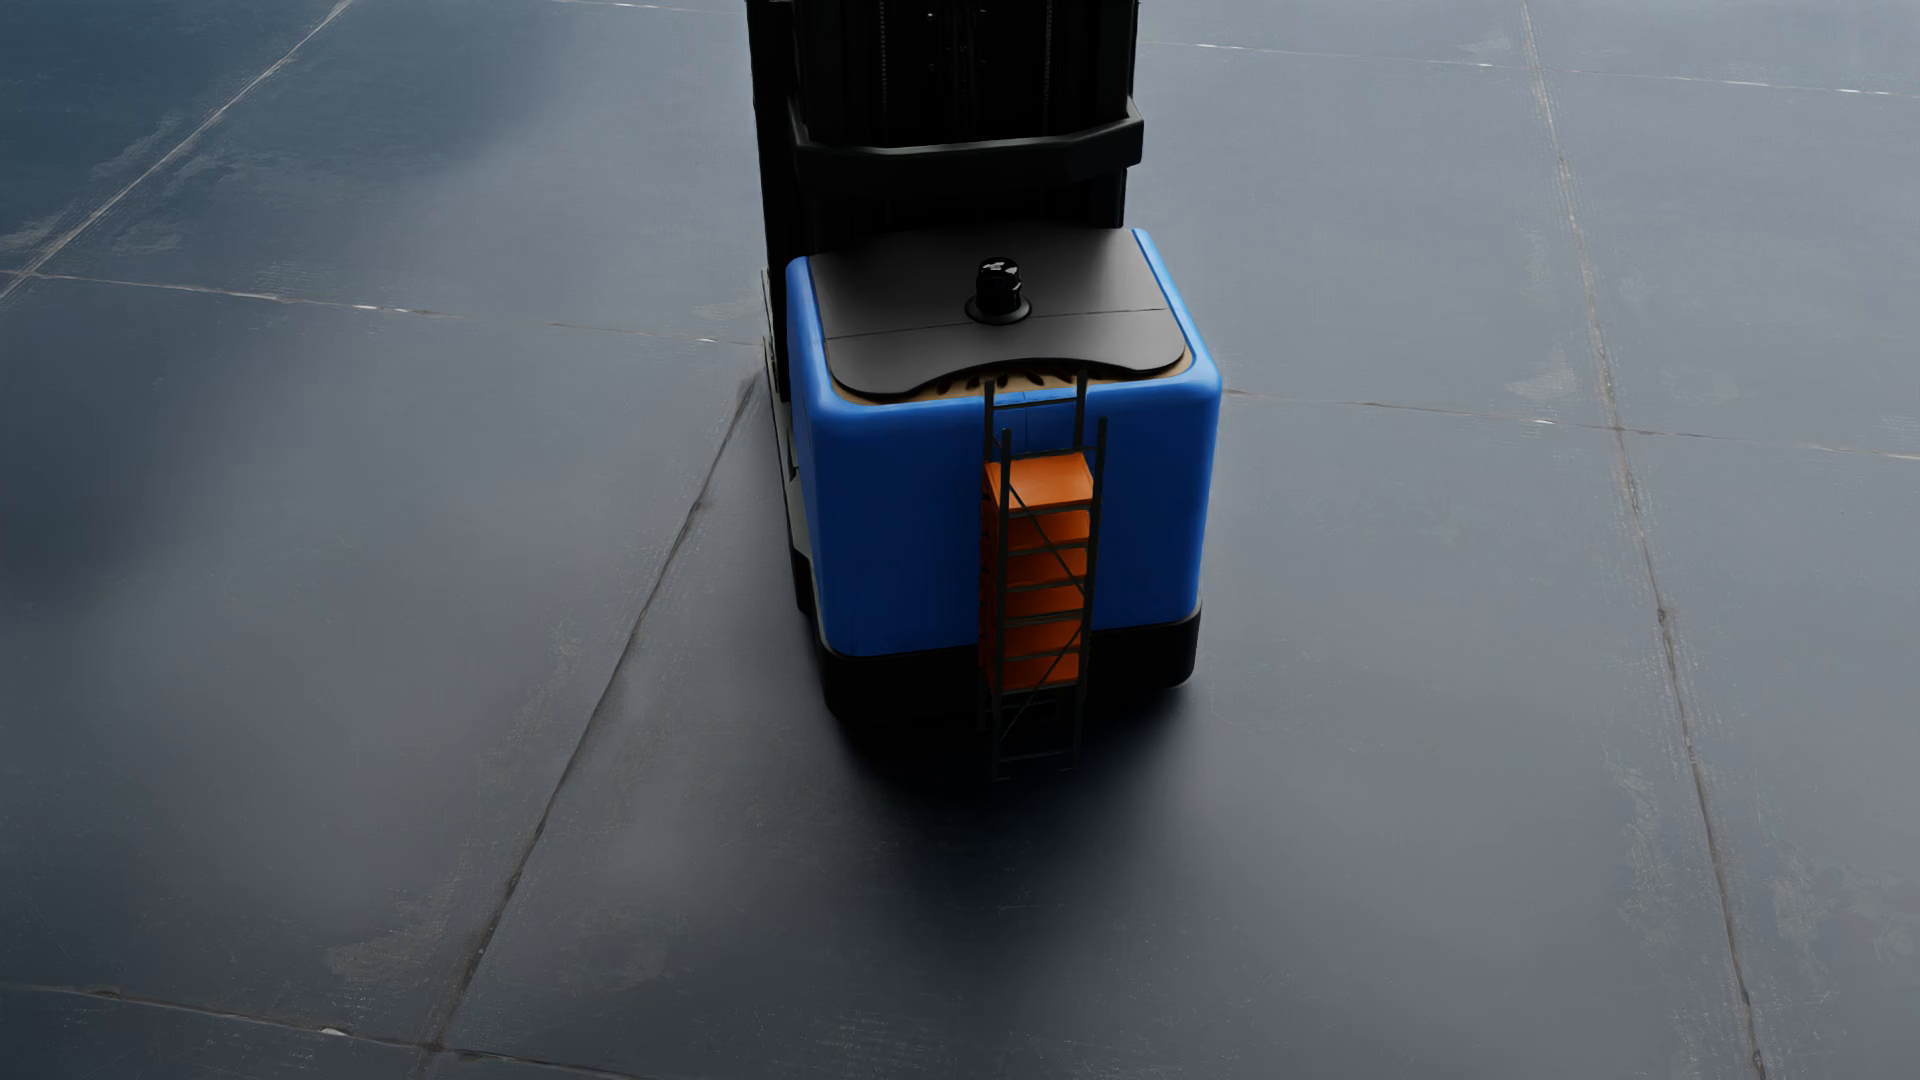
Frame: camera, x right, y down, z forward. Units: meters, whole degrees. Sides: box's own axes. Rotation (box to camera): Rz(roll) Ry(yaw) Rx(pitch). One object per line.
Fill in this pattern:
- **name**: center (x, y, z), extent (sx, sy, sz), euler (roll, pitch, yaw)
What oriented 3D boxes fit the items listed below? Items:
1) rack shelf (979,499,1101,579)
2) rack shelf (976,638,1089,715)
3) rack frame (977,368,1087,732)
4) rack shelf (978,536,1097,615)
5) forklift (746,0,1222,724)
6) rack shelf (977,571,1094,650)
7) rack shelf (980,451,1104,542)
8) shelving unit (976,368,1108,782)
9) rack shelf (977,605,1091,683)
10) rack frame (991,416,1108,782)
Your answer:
- **rack shelf**: center (0.190, -0.018, 4.018), extent (0.258, 0.103, 0.180), euler (-7, 42, -9)
- **rack shelf**: center (0.186, 0.339, 4.339), extent (0.258, 0.103, 0.180), euler (-7, 42, -9)
- **rack frame**: center (0.171, 0.067, 4.215), extent (0.240, 1.200, 0.006), euler (-7, 42, -9)
- **rack shelf**: center (0.189, 0.071, 4.098), extent (0.258, 0.103, 0.180), euler (-7, 42, -9)
- **forklift**: center (-0.086, -1.568, 4.847), extent (1.130, 2.935, 3.031), euler (-6, 40, -7)
- **rack shelf**: center (0.188, 0.161, 4.178), extent (0.258, 0.103, 0.180), euler (-7, 42, -9)
- **rack shelf**: center (0.191, -0.107, 3.938), extent (0.258, 0.103, 0.180), euler (-7, 42, -9)
- **shelving unit**: center (0.189, 0.127, 4.149), extent (0.258, 1.200, 0.189), euler (-7, 42, -9)
- **rack shelf**: center (0.187, 0.250, 4.259), extent (0.258, 0.103, 0.180), euler (-7, 42, -9)
- **rack frame**: center (0.206, 0.188, 4.082), extent (0.240, 1.200, 0.006), euler (-7, 42, -9)
